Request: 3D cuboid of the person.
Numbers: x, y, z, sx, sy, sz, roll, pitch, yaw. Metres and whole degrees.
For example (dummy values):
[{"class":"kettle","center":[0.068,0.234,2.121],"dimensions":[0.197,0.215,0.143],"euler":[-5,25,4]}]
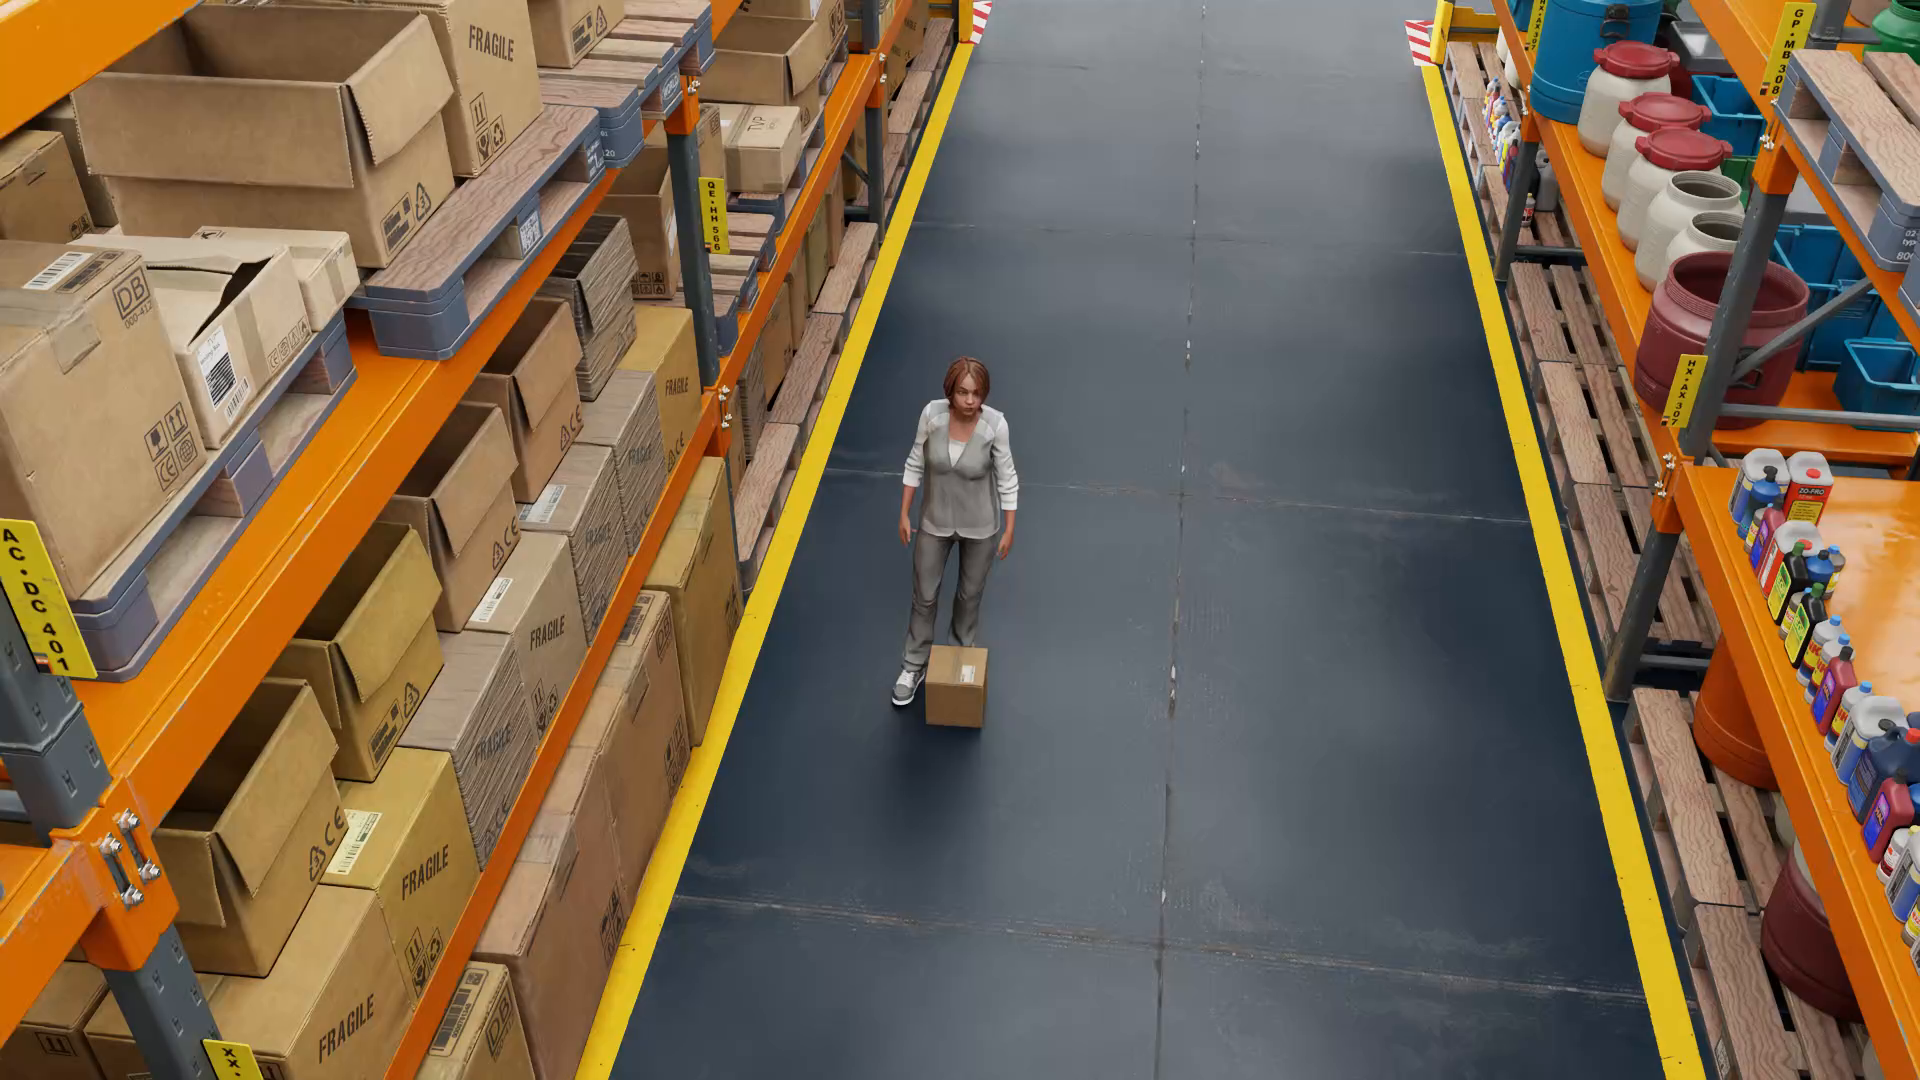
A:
[{"class":"person","center":[-0.025,-0.016,7.052],"dimensions":[0.520,1.596,0.475],"euler":[4,37,6]}]
